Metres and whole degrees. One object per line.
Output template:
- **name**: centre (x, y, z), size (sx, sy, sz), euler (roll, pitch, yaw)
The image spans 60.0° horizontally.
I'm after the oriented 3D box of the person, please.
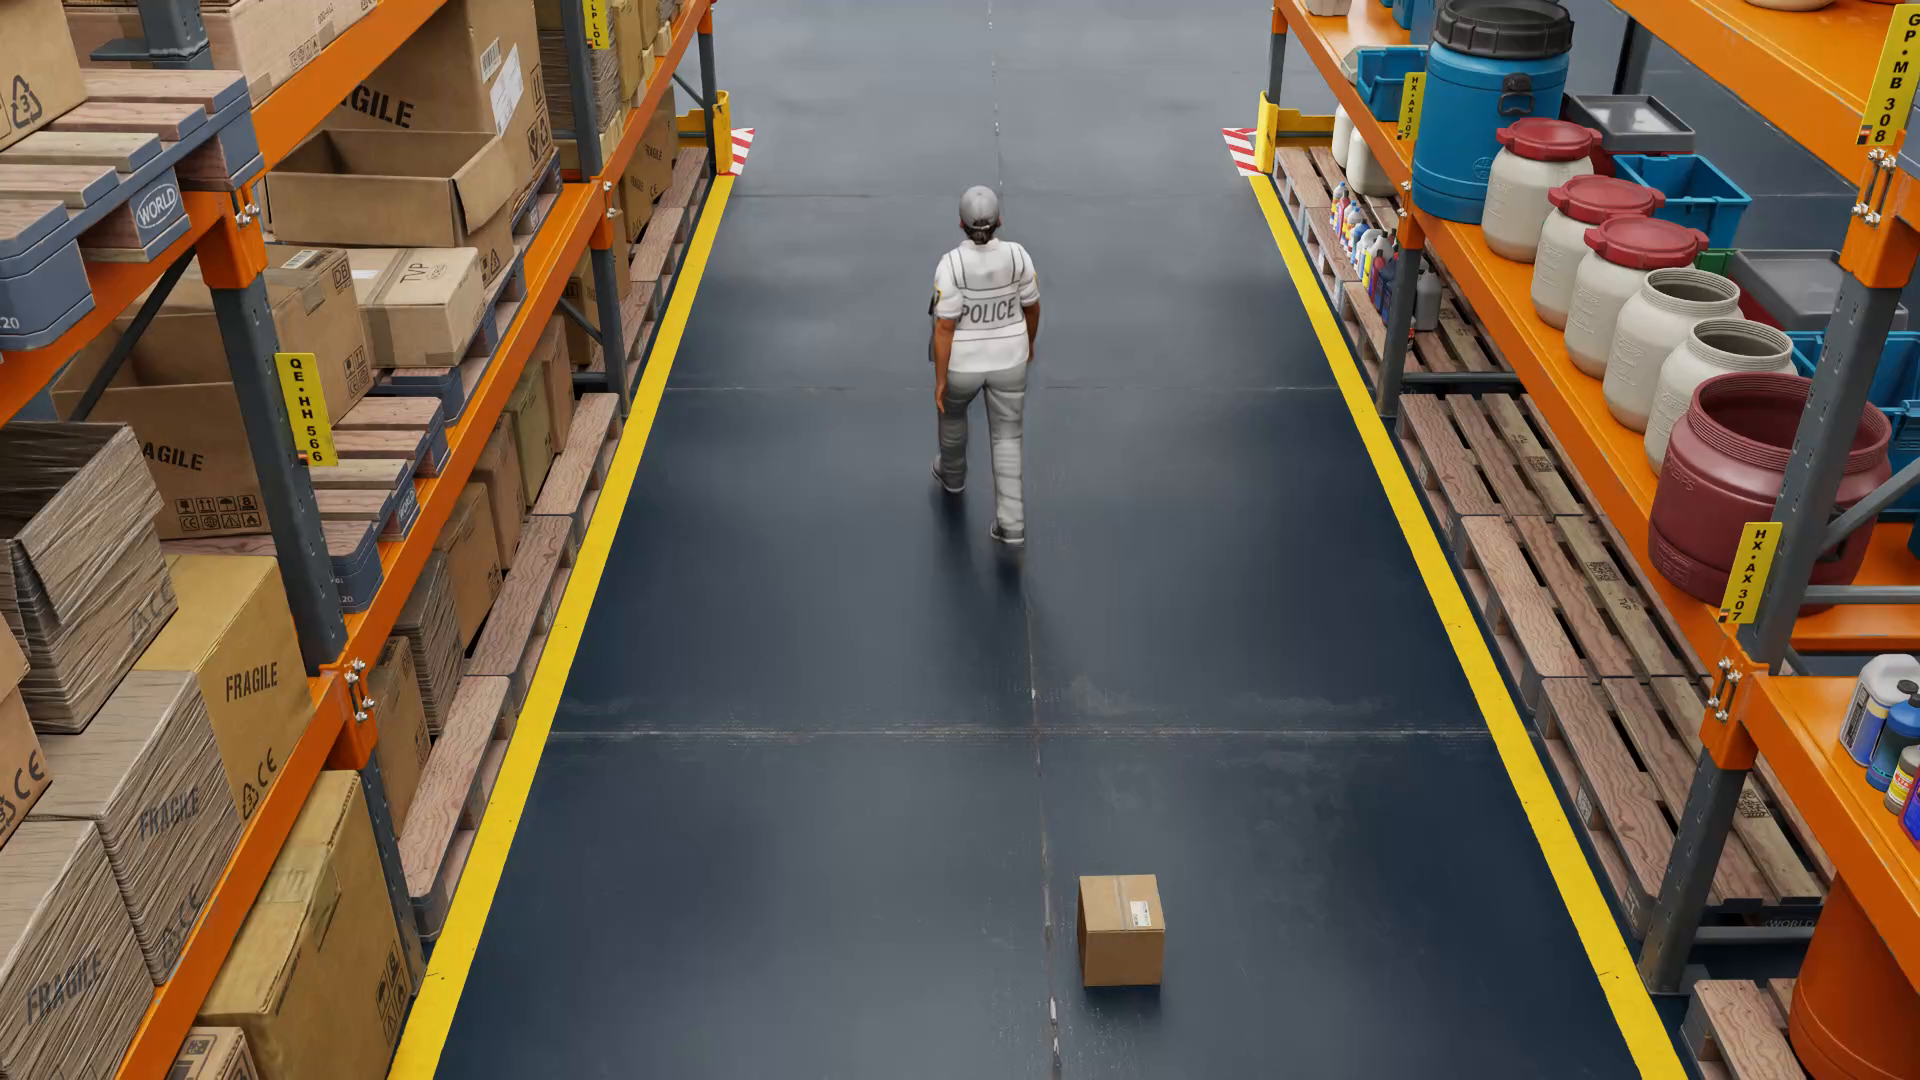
- **person**: centre (0.113, -0.814, 7.446), size (0.511, 1.614, 0.992), euler (-5, 32, -8)
